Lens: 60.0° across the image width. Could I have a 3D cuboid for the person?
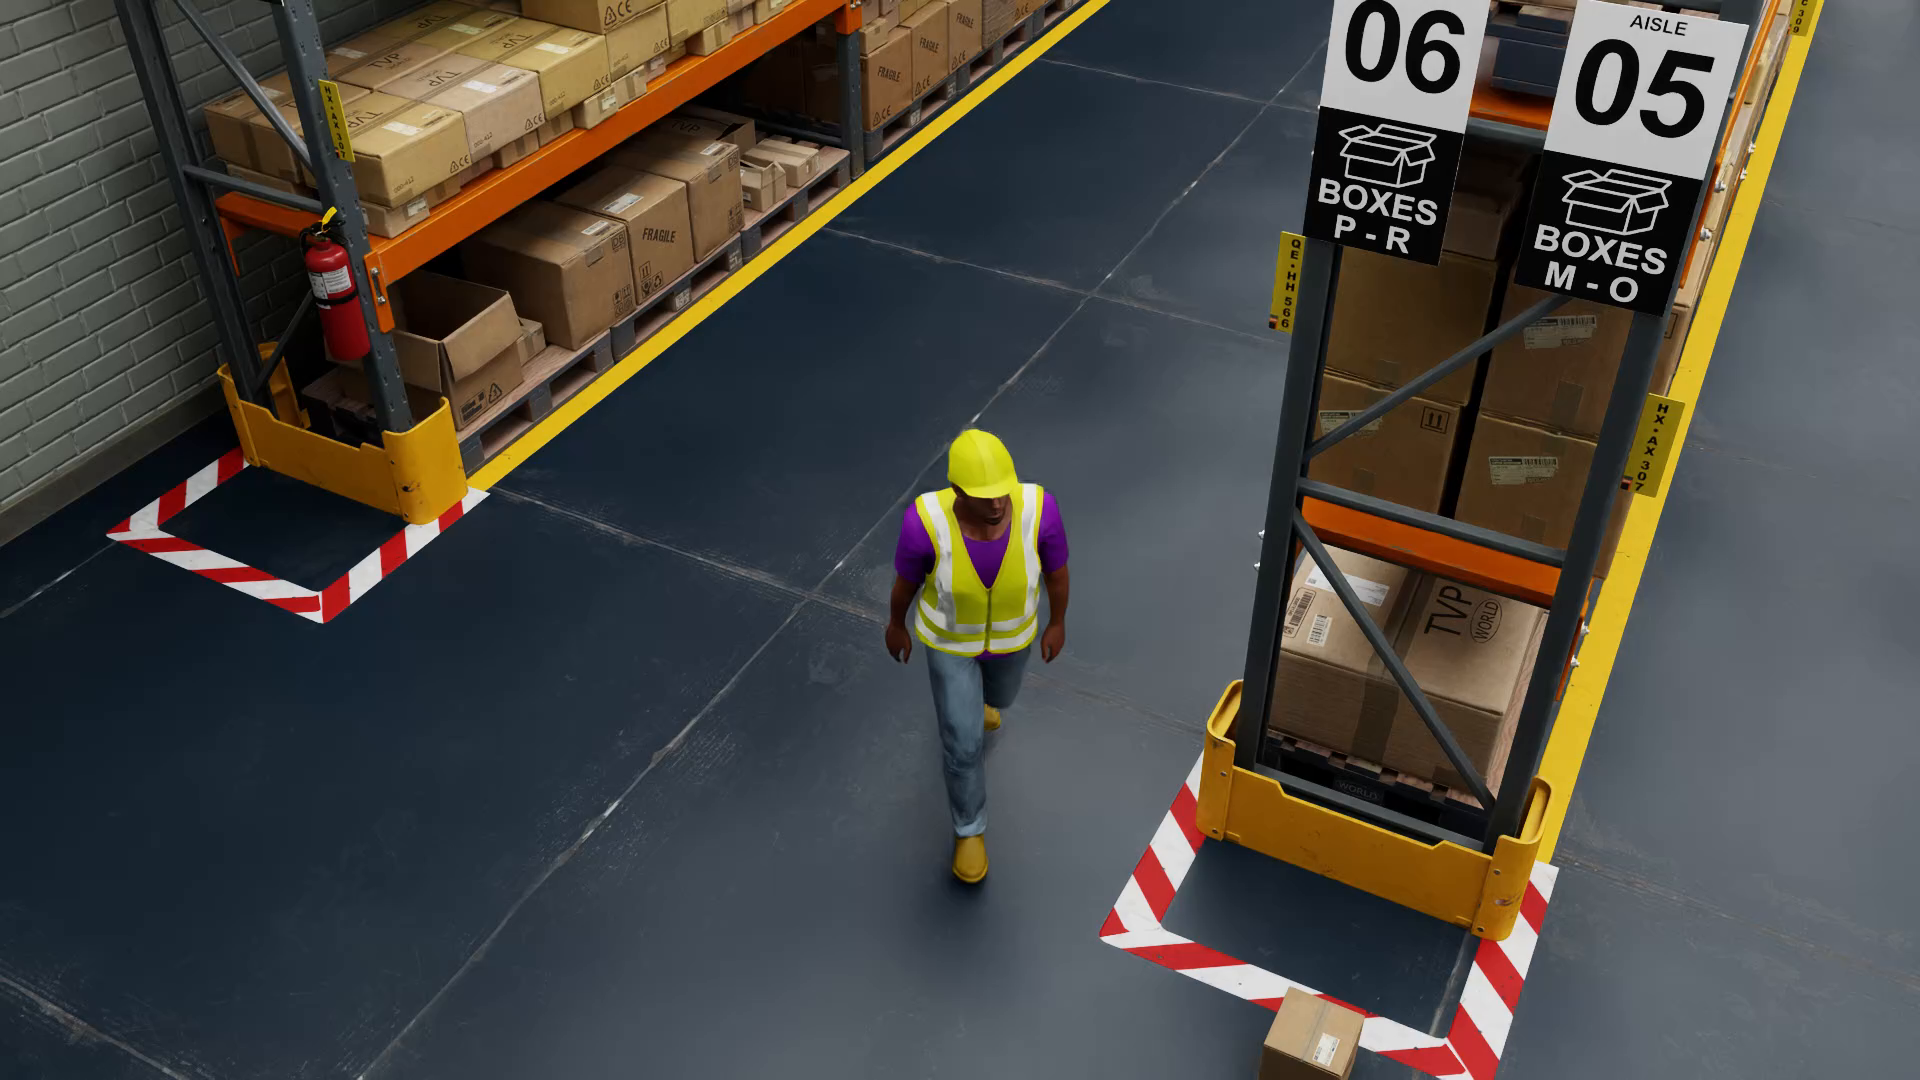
[{"bbox_3d":[0.057,0.277,5.792,0.621,1.723,0.967,-9,39,-11],"label":"person"}]
